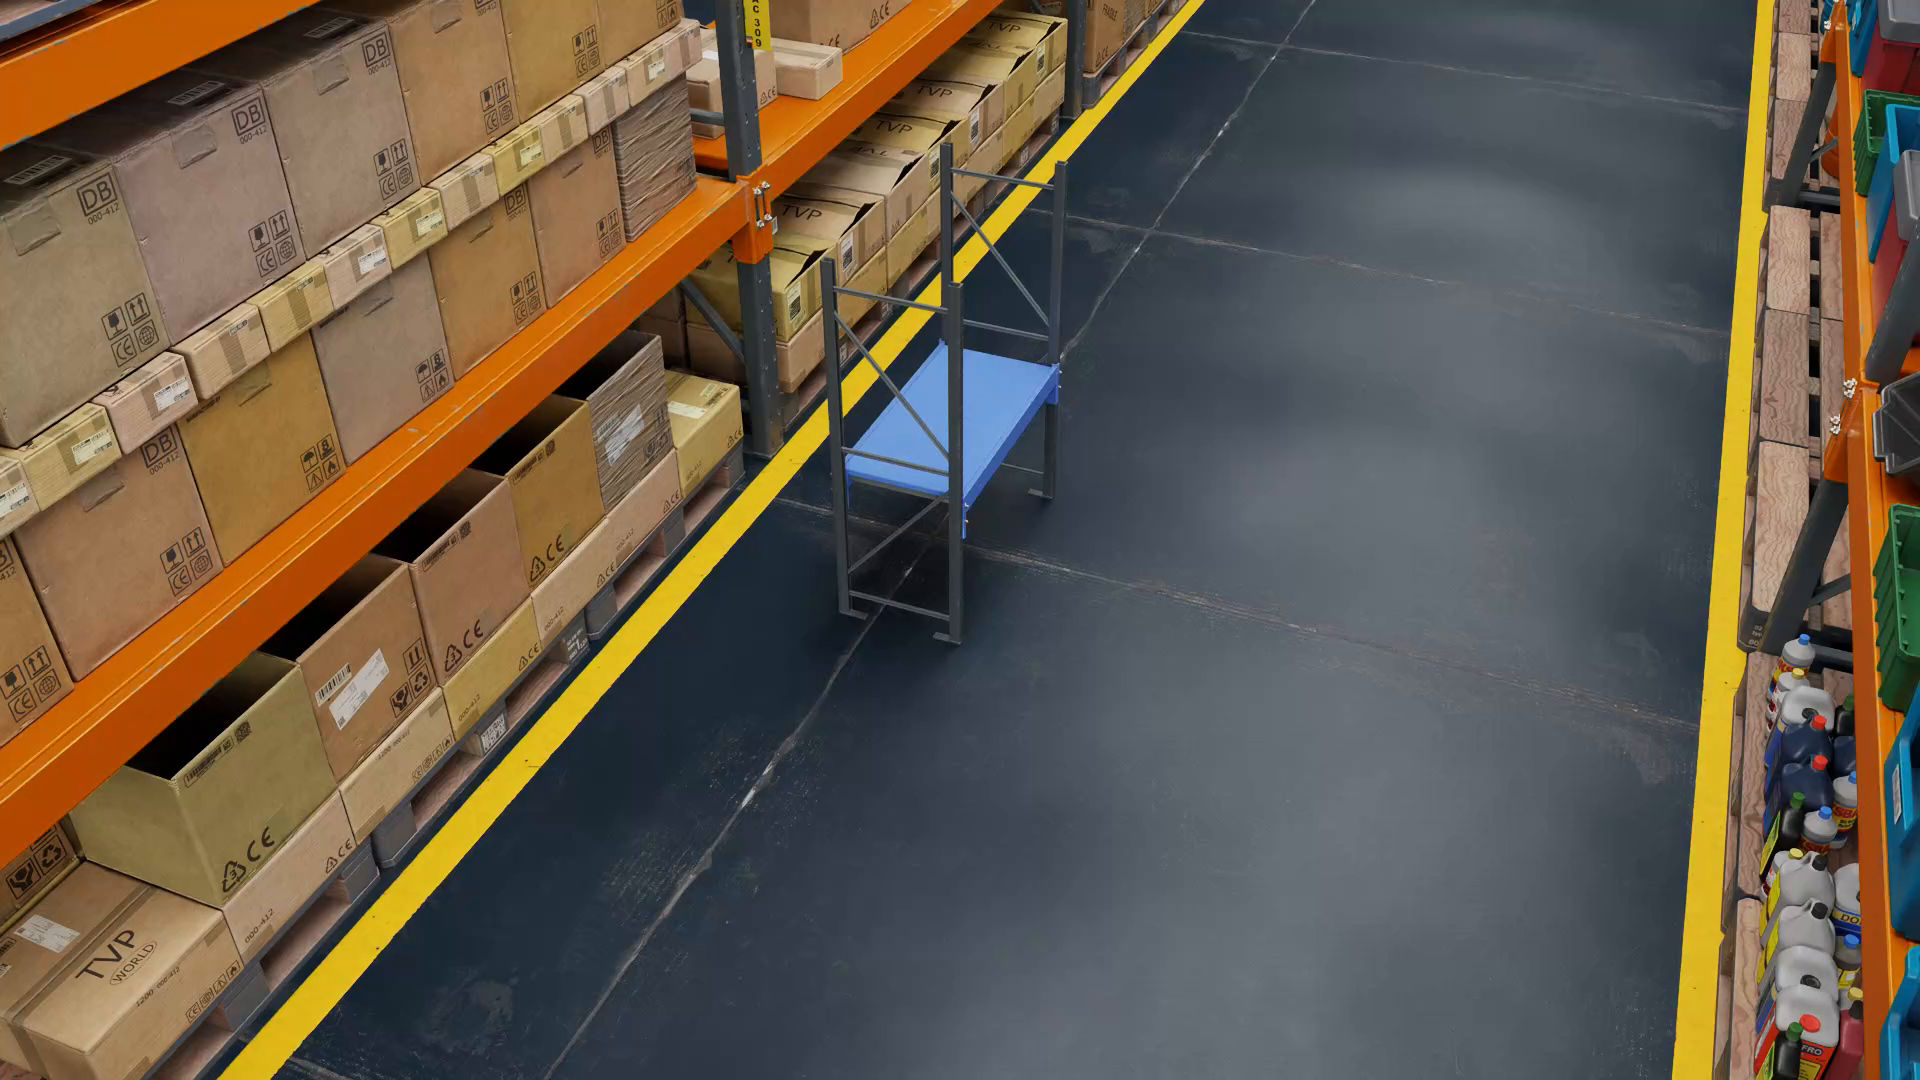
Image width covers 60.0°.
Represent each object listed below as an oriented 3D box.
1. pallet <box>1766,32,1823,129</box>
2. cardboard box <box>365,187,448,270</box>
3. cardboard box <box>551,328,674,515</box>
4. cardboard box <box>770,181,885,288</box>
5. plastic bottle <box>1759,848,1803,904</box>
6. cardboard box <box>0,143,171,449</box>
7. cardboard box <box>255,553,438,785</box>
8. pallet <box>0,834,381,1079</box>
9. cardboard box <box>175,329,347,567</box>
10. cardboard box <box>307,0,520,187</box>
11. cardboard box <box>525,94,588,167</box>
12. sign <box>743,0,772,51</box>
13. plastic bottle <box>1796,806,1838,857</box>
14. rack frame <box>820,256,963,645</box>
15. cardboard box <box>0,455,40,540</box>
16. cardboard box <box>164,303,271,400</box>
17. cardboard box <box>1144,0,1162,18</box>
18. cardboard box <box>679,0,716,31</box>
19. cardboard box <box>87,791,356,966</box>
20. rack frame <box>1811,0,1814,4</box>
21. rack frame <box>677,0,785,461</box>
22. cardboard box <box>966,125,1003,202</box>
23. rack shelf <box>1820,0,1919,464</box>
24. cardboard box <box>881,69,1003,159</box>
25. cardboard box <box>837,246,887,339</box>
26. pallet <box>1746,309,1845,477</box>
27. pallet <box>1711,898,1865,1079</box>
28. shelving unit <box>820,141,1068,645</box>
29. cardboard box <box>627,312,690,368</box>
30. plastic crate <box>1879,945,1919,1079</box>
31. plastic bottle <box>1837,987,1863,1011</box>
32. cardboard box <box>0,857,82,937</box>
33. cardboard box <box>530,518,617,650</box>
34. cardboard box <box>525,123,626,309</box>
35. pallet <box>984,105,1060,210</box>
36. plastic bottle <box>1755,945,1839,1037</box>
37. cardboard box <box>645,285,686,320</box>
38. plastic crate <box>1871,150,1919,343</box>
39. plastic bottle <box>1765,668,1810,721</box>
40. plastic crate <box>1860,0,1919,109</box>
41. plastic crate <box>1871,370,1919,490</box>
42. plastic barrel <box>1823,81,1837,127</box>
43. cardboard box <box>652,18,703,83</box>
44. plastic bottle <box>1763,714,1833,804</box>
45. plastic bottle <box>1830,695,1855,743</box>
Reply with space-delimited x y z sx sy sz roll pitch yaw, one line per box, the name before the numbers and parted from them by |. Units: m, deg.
pallet | 5.571 -2.781 10.294 1.003 0.211 1.213 14 39 18
cardboard box | -1.745 -0.944 4.883 0.380 0.149 0.250 15 39 19
cardboard box | -1.432 -0.481 6.207 0.500 0.500 0.500 14 39 18
cardboard box | -0.674 -1.434 7.640 0.500 0.311 0.500 13 39 17
plastic bottle | 2.430 0.989 4.891 0.097 0.201 0.097 0 37 0
cardboard box | -2.374 -0.617 3.902 0.700 0.500 0.500 13 39 17
cardboard box | -2.002 0.350 5.096 0.500 0.500 0.500 14 39 18
pallet | -2.527 1.204 4.962 1.003 0.211 1.213 14 39 18
cardboard box | -2.200 -0.341 4.617 0.700 0.500 0.500 14 39 18
cardboard box | -1.802 -1.450 5.017 0.700 0.500 0.500 14 39 18
cardboard box | -1.455 -1.367 5.448 0.380 0.149 0.250 14 39 18
sign | -0.743 -1.947 6.060 0.100 0.325 0.005 14 39 18
plastic bottle | 2.538 0.900 4.952 0.097 0.271 0.097 0 37 0
rack frame | -0.226 -0.272 5.861 0.500 1.500 0.032 14 39 18
cardboard box | -2.333 -0.094 3.746 0.380 0.149 0.250 13 39 17
cardboard box | -2.039 -0.520 4.314 0.380 0.149 0.250 13 39 16
cardboard box | 1.092 -3.839 11.100 0.500 0.500 0.500 13 39 17
cardboard box | -1.092 -2.169 7.259 0.396 0.266 0.258 13 39 17
cardboard box | -2.182 0.930 4.947 0.500 0.250 0.500 14 39 18
rack frame | 6.366 -4.993 10.925 1.000 3.000 0.127 14 39 18
rack frame | -1.257 -1.694 6.511 1.000 3.000 0.127 14 39 18
cardboard box | -0.097 -2.065 8.953 0.500 0.250 0.500 15 39 19
rack shelf | 4.083 -1.383 6.696 1.077 0.370 4.000 14 39 18
cardboard box | -0.093 -2.286 8.781 0.500 0.311 0.500 14 39 17
cardboard box | -0.679 -1.211 7.810 0.500 0.250 0.500 15 39 19
pallet | 4.048 -0.568 7.334 1.003 0.211 1.213 14 39 18
pallet | 2.566 1.593 4.442 1.003 0.211 1.213 14 39 18
shelving unit | -0.032 -0.554 6.238 0.538 1.500 1.048 14 39 18
cardboard box | -1.367 -1.057 7.604 0.500 0.250 0.500 13 39 17
plastic crate | 1.967 1.007 3.022 0.499 0.251 0.408 14 39 18
plastic bottle | 2.390 1.287 4.493 0.097 0.201 0.097 0 37 0
cardboard box | -2.848 1.089 4.733 0.500 0.250 0.500 14 39 18
cardboard box | -1.607 0.100 6.056 0.500 0.250 0.500 14 39 18
cardboard box | -1.615 -1.194 5.758 0.700 0.500 0.500 13 39 17
pallet | -0.084 -2.345 9.711 1.003 0.211 1.213 14 39 18
plastic bottle | 2.268 1.239 4.495 0.152 0.276 0.135 13 39 16
cardboard box | -1.368 -1.275 7.428 0.500 0.311 0.500 14 39 18
plastic crate | 3.224 -0.927 5.432 0.402 0.464 0.583 14 39 18
plastic bottle | 2.757 0.514 5.527 0.097 0.201 0.097 0 37 0
plastic crate | 3.947 -1.979 6.839 0.402 0.464 0.583 14 39 18
plastic crate | 3.006 -0.278 4.668 0.767 0.338 0.504 14 39 18
plastic barrel | 5.147 -2.558 9.394 0.421 0.512 0.421 0 37 0
cardboard box | -1.162 -1.795 6.020 0.380 0.149 0.250 14 39 18
plastic bottle | 2.632 0.673 5.189 0.144 0.351 0.185 15 39 19
plastic bottle | 2.797 0.634 5.298 0.061 0.283 0.133 14 39 18
